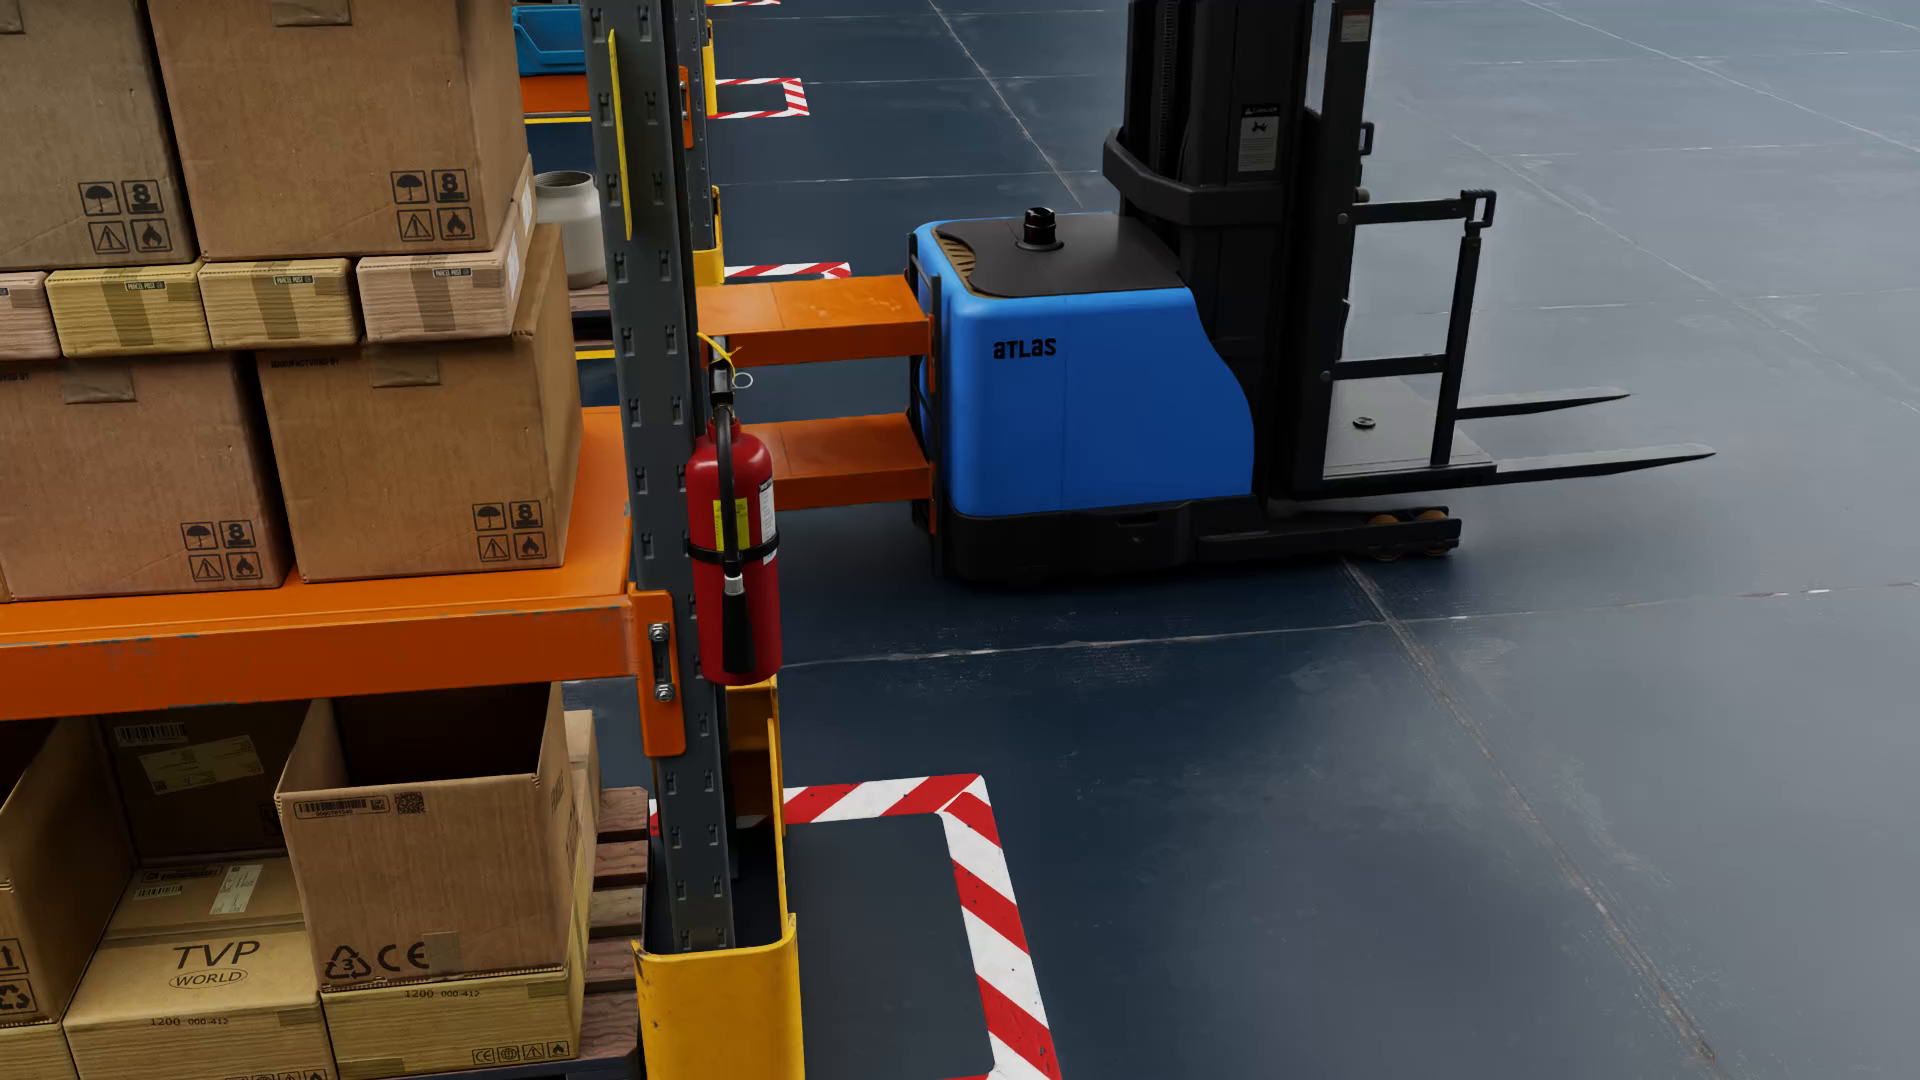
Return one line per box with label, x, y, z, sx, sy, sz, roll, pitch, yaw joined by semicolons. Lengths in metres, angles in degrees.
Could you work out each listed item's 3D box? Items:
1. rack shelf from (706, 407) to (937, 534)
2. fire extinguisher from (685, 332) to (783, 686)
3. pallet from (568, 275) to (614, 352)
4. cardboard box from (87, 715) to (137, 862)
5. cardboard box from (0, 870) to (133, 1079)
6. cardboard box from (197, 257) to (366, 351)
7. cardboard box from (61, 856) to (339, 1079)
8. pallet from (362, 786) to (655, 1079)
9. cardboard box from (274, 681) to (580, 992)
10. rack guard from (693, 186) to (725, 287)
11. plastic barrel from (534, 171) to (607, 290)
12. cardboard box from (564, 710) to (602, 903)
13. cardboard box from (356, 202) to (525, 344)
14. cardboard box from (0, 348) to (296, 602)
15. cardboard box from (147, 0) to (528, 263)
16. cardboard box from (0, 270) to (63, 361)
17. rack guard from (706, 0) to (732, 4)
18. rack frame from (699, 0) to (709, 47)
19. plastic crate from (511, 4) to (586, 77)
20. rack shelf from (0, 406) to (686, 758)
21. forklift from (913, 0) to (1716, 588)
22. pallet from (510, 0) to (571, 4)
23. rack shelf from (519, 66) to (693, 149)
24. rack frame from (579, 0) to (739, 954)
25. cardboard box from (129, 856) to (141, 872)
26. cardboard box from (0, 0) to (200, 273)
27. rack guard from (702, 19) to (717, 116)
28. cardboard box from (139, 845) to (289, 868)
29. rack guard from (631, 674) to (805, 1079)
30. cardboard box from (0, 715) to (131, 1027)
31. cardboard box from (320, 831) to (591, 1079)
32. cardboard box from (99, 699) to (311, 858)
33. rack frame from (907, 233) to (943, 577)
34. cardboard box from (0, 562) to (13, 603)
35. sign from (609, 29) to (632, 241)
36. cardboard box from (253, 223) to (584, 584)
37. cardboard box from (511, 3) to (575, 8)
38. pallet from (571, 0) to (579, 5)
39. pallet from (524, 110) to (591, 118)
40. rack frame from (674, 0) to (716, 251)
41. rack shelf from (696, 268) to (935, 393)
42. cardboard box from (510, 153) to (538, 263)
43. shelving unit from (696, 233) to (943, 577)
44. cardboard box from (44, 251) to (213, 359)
rack shelf;-0.624;-0.216;5.974;1.000;0.278;0.538;-5;28;-10
fire extinguisher;-0.436;-0.050;3.147;0.183;0.674;0.296;-4;27;-7
pallet;-2.178;-1.211;8.379;1.213;0.211;1.003;-4;27;-7
cardboard box;-2.168;0.419;3.877;0.500;0.500;0.500;-4;27;-7
cardboard box;-2.096;0.987;3.593;0.500;0.250;0.500;-4;27;-7
cardboard box;-1.229;-0.493;3.104;0.250;0.149;0.380;-3;27;-6
cardboard box;-1.601;0.954;3.657;0.500;0.250;0.500;-4;27;-7
pallet;-1.369;1.021;4.029;1.213;0.211;1.003;-4;27;-7
cardboard box;-1.107;0.584;3.556;0.500;0.500;0.500;-4;27;-7
rack guard;-1.373;-1.389;8.409;0.348;0.500;1.175;-4;27;-7
plastic barrel;-1.945;-1.530;8.212;0.421;0.512;0.421;0;27;0
cardboard box;-1.180;0.683;4.186;0.500;0.250;0.500;-4;27;-7
cardboard box;-0.970;-0.510;3.138;0.250;0.149;0.380;-4;27;-8
cardboard box;-1.601;-0.272;3.385;0.500;0.500;0.700;-3;27;-6
cardboard box;-1.134;-0.882;3.152;0.500;0.500;0.700;-4;27;-7
cardboard box;-1.731;-0.461;3.043;0.250;0.149;0.380;-3;27;-6
rack guard;-2.561;-5.904;17.209;0.348;0.500;1.175;-4;27;-7
rack frame;-1.994;-4.766;12.253;0.127;3.000;1.000;-4;27;-7
plastic crate;-1.758;-2.294;7.597;0.616;0.251;0.499;-4;27;-7
rack shelf;-2.598;0.160;3.441;4.000;0.370;1.077;-4;27;-7
forklift;1.374;-1.458;5.881;3.031;2.935;1.130;-5;28;-10
pallet;-4.571;-5.612;16.955;1.213;0.211;1.003;-4;27;-7
rack shelf;-3.285;-2.080;7.805;4.000;0.370;1.077;-4;27;-7
rack frame;-0.618;-0.287;3.524;0.127;3.000;1.000;-4;27;-7
cardboard box;-2.170;0.748;4.059;0.500;0.250;0.500;-4;27;-7
cardboard box;-1.654;-0.846;3.082;0.500;0.500;0.700;-4;27;-8
rack guard;-2.069;-3.649;12.814;0.348;0.500;1.175;-4;27;-7
cardboard box;-1.674;0.716;4.120;0.500;0.250;0.500;-4;27;-7
rack guard;-0.594;0.823;4.098;0.348;0.500;1.175;-4;27;-7
cardboard box;-2.096;0.654;3.419;0.500;0.500;0.500;-4;27;-7
cardboard box;-1.108;0.917;3.729;0.500;0.250;0.500;-4;27;-7
cardboard box;-1.675;0.382;3.951;0.500;0.500;0.500;-4;27;-7
rack frame;-0.125;-0.479;5.951;0.032;1.125;0.500;-5;28;-10
cardboard box;-2.094;-0.243;3.329;0.500;0.500;0.700;-3;27;-7
sign;-0.556;-0.662;2.726;0.005;0.325;0.100;-4;27;-7
cardboard box;-1.082;-0.308;3.455;0.500;0.500;0.700;-4;27;-7
cardboard box;-3.202;-3.755;12.560;0.500;0.500;0.500;3;27;6
pallet;-3.366;-5.688;17.104;1.213;0.211;1.003;-4;27;-7
pallet;-2.879;-3.485;12.810;1.213;0.211;1.003;-4;27;-7
rack frame;-1.304;-2.527;7.889;0.127;3.000;1.000;-4;27;-7
rack shelf;-0.624;-0.694;5.729;1.000;0.278;0.538;-5;28;-10
cardboard box;-1.036;-0.693;3.494;0.250;0.149;0.380;-4;27;-7
shelving unit;-0.624;-0.434;5.863;1.048;1.125;0.538;-5;28;-10
cardboard box;-1.482;-0.476;3.073;0.250;0.149;0.380;-4;27;-8
